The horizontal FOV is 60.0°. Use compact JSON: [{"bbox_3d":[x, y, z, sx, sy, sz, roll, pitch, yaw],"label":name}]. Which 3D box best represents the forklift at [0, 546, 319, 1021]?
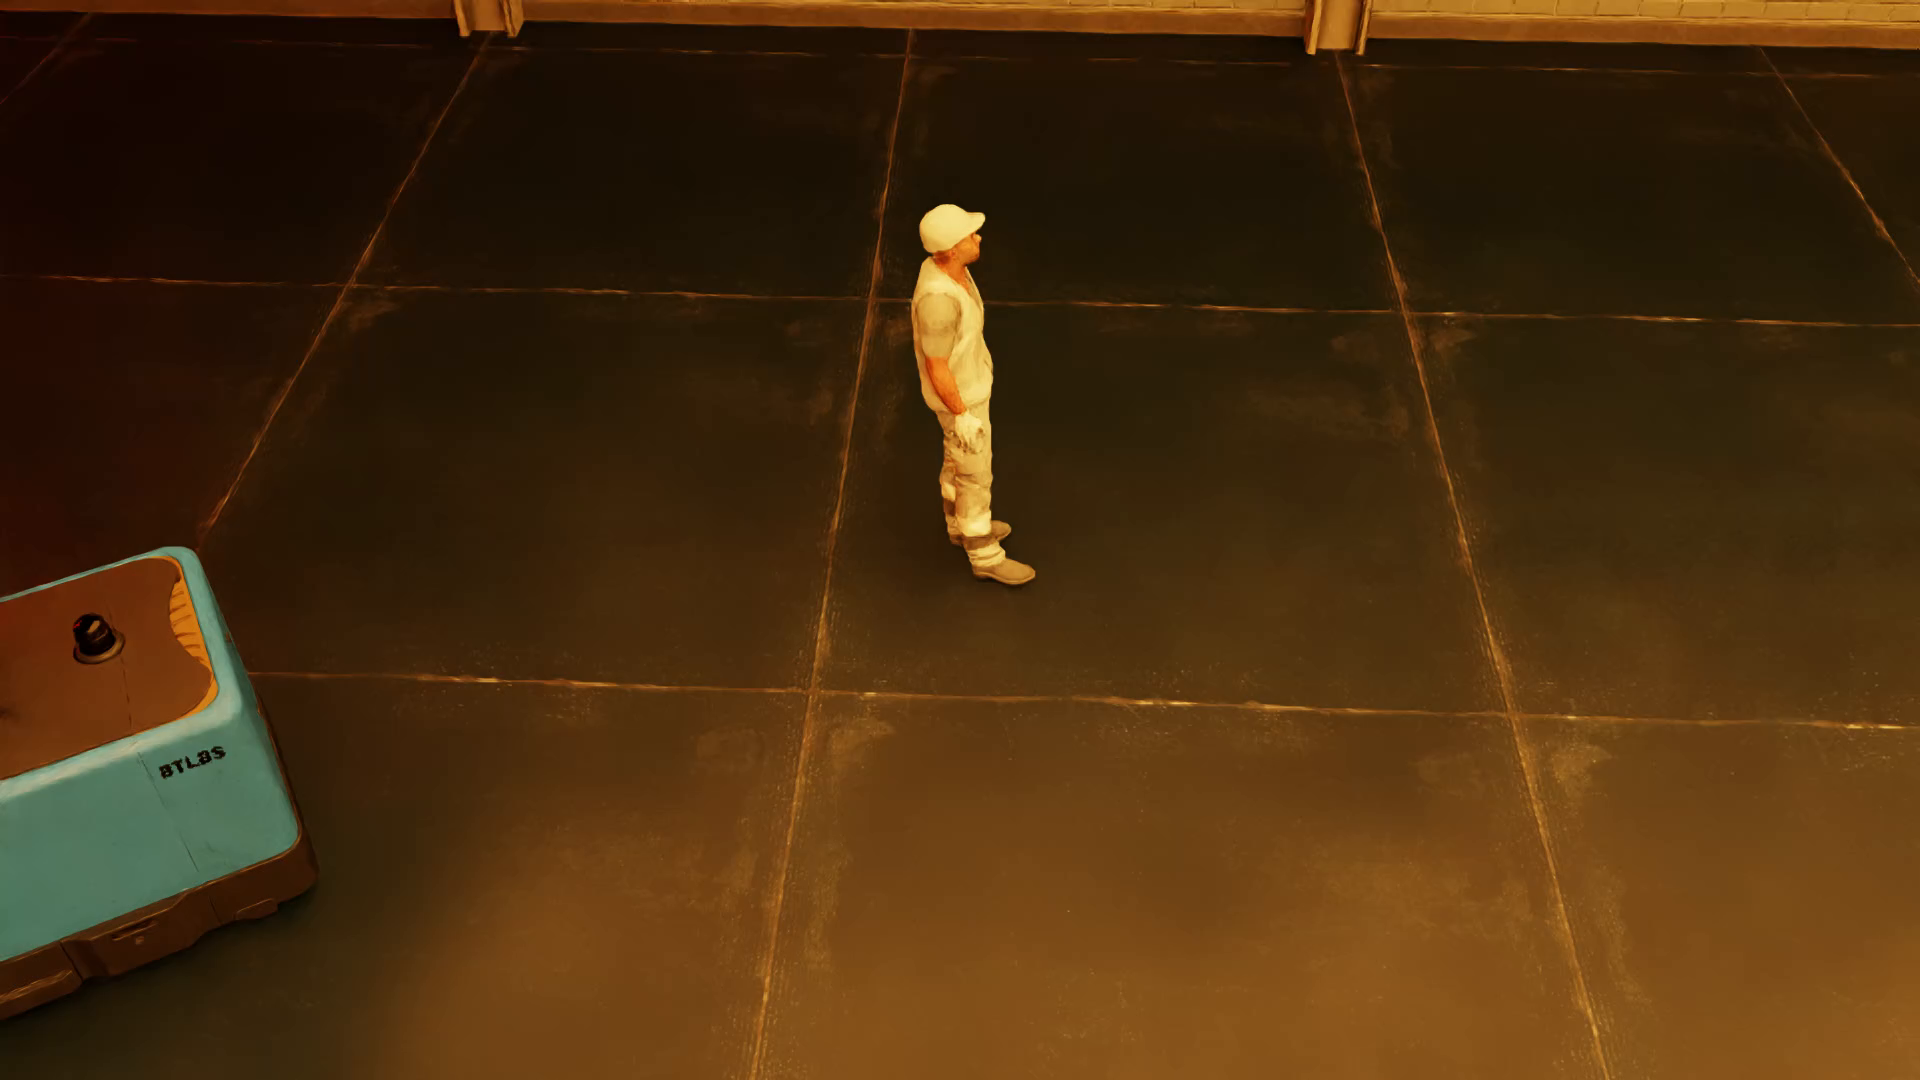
[{"bbox_3d":[-4.011,0.475,5.222,3.031,2.935,1.130,-20,46,-21],"label":"forklift"}]

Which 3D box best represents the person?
[{"bbox_3d":[0.080,-0.656,7.298,0.563,1.787,0.637,2,42,2],"label":"person"}]
